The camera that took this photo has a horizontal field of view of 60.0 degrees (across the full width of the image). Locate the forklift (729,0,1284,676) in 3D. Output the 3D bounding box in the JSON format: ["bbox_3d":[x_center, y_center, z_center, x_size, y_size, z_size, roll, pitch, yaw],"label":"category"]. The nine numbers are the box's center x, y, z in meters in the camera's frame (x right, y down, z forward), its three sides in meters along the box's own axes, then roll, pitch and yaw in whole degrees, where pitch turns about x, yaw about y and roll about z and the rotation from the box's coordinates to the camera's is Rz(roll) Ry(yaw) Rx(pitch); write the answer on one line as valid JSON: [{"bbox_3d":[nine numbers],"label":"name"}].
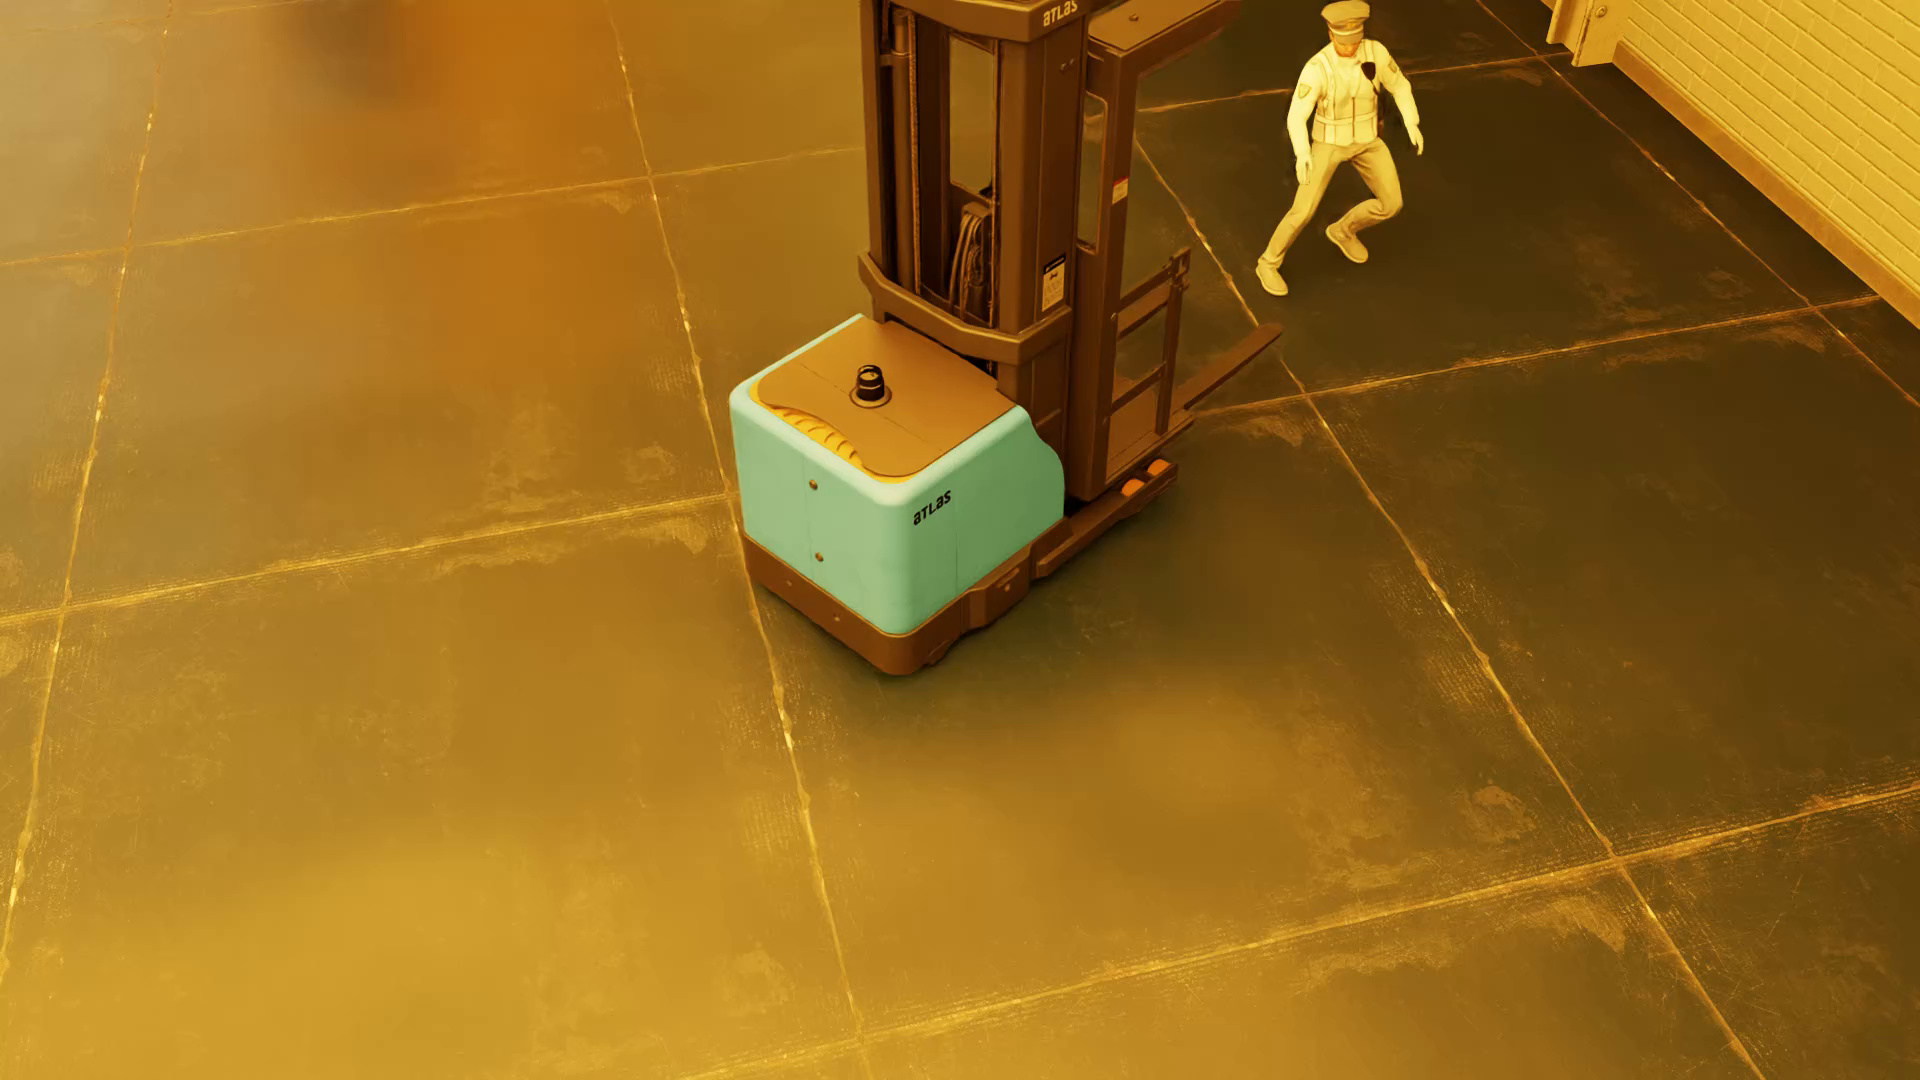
[{"bbox_3d":[0.401,-1.409,7.136,1.130,2.935,3.031,33,52,30],"label":"forklift"}]

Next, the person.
[{"bbox_3d":[2.052,-2.073,8.868,0.781,1.513,0.638,-6,44,-6],"label":"person"}]
